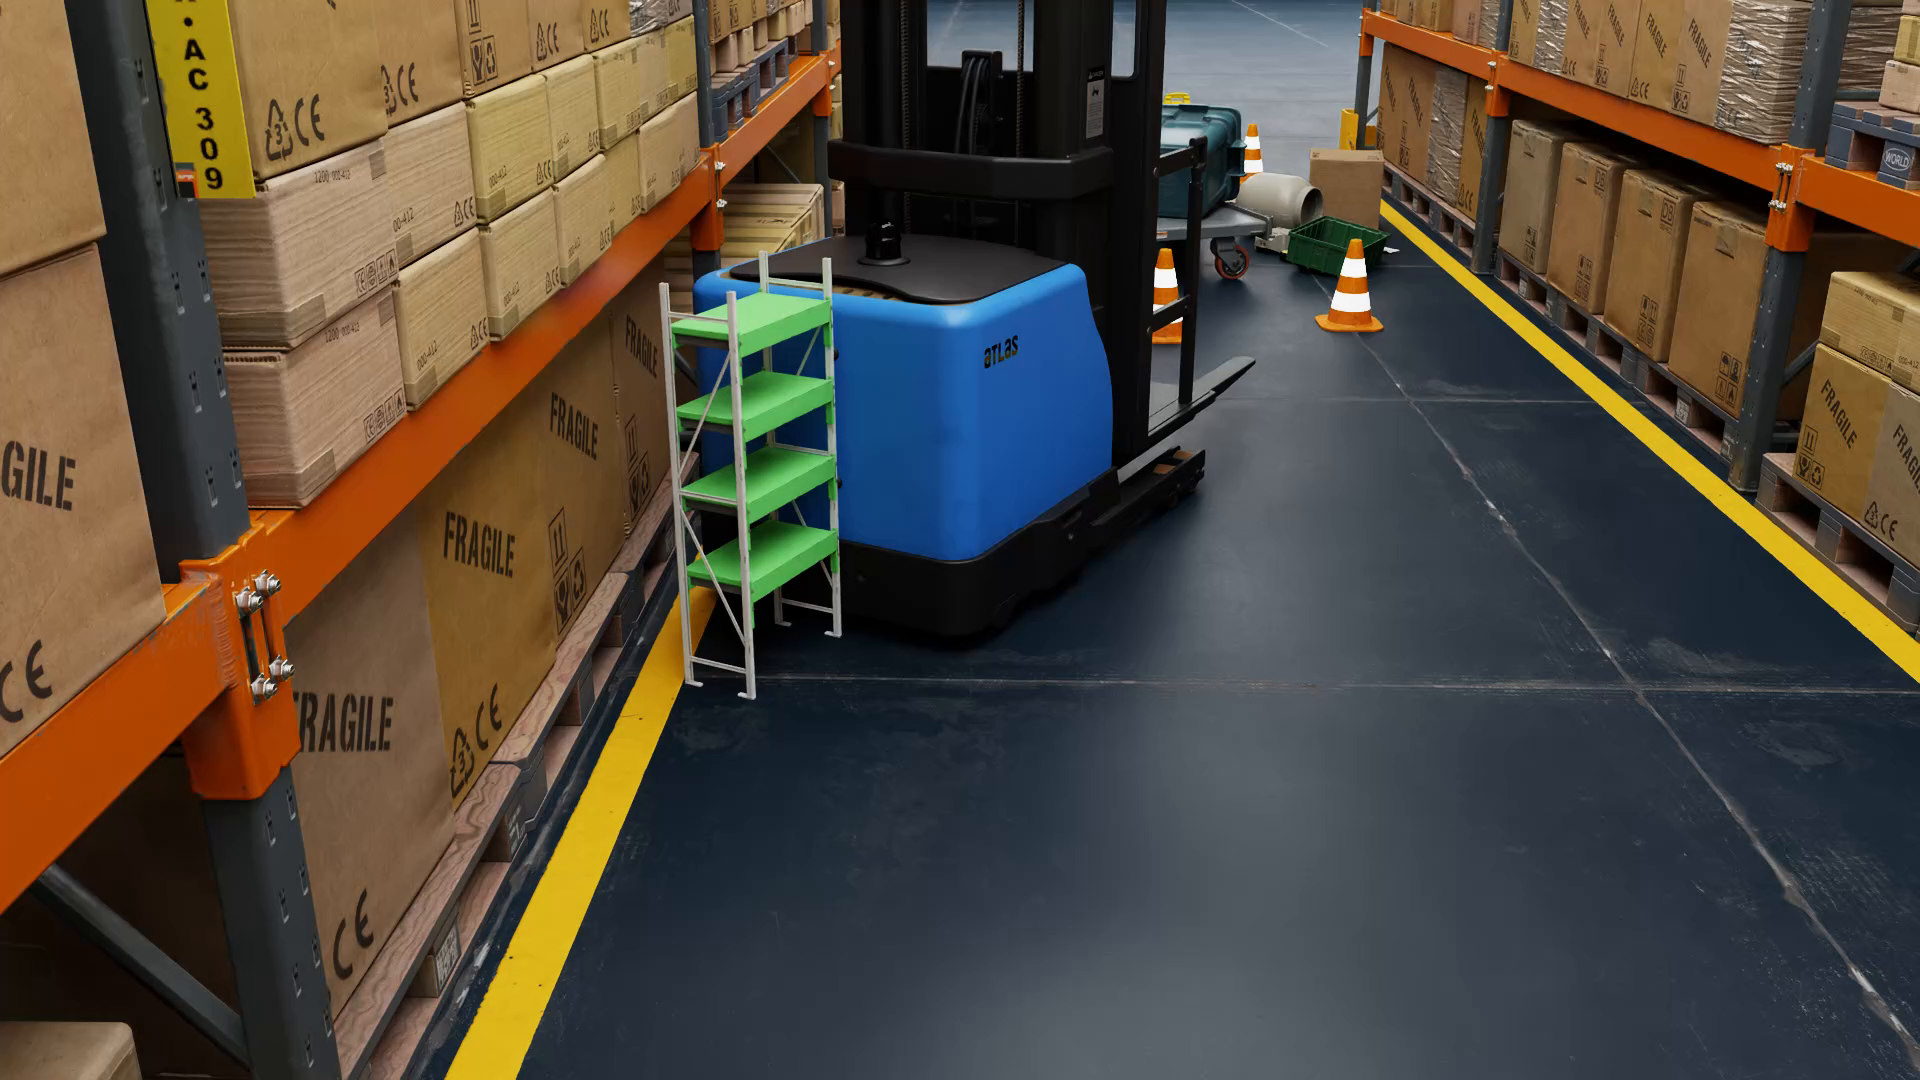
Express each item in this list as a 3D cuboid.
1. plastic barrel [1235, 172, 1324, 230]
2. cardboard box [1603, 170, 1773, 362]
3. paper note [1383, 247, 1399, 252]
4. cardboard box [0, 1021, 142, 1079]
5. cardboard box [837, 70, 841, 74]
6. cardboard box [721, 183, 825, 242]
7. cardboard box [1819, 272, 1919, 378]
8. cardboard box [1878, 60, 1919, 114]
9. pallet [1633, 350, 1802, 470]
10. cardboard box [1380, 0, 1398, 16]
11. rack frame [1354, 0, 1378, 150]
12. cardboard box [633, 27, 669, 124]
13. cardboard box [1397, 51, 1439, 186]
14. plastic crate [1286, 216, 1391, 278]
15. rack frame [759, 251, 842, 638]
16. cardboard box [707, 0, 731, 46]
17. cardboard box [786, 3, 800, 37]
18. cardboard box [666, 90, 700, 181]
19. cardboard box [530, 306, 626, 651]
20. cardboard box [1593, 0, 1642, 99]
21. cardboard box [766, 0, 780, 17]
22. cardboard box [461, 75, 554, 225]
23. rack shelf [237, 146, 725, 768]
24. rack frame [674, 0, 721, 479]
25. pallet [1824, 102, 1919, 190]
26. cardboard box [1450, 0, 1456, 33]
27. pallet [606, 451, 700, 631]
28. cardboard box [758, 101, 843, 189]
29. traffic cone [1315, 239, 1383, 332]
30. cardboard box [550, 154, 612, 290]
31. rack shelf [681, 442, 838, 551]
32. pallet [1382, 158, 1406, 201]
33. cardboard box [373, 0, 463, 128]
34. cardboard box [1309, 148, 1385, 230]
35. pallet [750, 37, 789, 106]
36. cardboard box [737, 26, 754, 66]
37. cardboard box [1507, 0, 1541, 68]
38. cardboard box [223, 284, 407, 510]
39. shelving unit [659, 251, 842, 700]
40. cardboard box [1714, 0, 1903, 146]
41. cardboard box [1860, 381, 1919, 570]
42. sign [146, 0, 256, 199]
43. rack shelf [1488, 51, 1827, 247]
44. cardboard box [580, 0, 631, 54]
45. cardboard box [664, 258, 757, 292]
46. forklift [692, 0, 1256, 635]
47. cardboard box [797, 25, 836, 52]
[{"bbox_3d":[2.167,-2.266,11.284,0.512,0.421,0.421,18,27,38],"label":"plastic barrel"},{"bbox_3d":[3.675,-1.276,7.701,1.050,0.750,0.750,1,21,2],"label":"cardboard box"},{"bbox_3d":[2.781,-1.909,10.907,0.147,0.020,0.142,-16,26,-35],"label":"paper note"},{"bbox_3d":[-1.655,1.059,2.115,0.875,0.438,0.875,0,21,1],"label":"cardboard box"},{"bbox_3d":[-0.920,-3.065,11.068,0.380,0.149,0.250,1,21,4],"label":"cardboard box"},{"bbox_3d":[-1.299,-1.839,9.674,0.950,0.372,0.625,1,21,2],"label":"cardboard box"},{"bbox_3d":[3.281,-0.727,5.595,0.500,0.250,0.500,0,21,-1],"label":"cardboard box"},{"bbox_3d":[3.328,-1.513,5.549,0.380,0.149,0.250,0,21,1],"label":"cardboard box"},{"bbox_3d":[3.643,-0.578,7.227,1.003,0.211,1.213,1,21,2],"label":"pallet"},{"bbox_3d":[3.821,-4.422,13.071,0.875,0.550,0.550,1,21,2],"label":"cardboard box"},{"bbox_3d":[3.787,-4.487,13.445,1.000,3.000,0.127,1,21,2],"label":"rack frame"},{"bbox_3d":[-1.180,-1.412,5.037,0.500,0.250,0.500,0,21,0],"label":"cardboard box"},{"bbox_3d":[3.808,-3.128,12.300,0.875,0.875,0.875,0,21,1],"label":"cardboard box"},{"bbox_3d":[2.361,-1.833,10.415,0.450,0.188,0.662,23,29,25],"label":"plastic crate"},{"bbox_3d":[-0.484,-0.274,5.076,0.240,1.200,0.015,10,24,25],"label":"rack frame"},{"bbox_3d":[-1.162,-2.153,6.301,0.500,0.500,0.500,0,21,0],"label":"cardboard box"},{"bbox_3d":[-1.027,-2.667,8.522,0.380,0.149,0.250,1,21,2],"label":"cardboard box"},{"bbox_3d":[-1.163,-1.356,5.585,0.500,0.250,0.500,0,21,0],"label":"cardboard box"},{"bbox_3d":[-1.542,-0.246,4.873,0.875,0.875,0.875,1,21,2],"label":"cardboard box"},{"bbox_3d":[3.332,-2.353,7.808,0.500,0.500,0.500,1,21,2],"label":"cardboard box"},{"bbox_3d":[-1.121,-2.714,7.748,0.500,0.500,0.500,0,21,0],"label":"cardboard box"},{"bbox_3d":[-1.204,-0.856,3.604,0.500,0.250,0.500,1,21,2],"label":"cardboard box"},{"bbox_3d":[-1.468,-0.553,4.303,1.077,0.370,4.000,1,21,2],"label":"rack shelf"},{"bbox_3d":[-1.407,-1.612,6.037,1.000,3.000,0.127,1,21,2],"label":"rack frame"},{"bbox_3d":[3.629,-1.246,5.358,1.213,0.211,1.003,1,21,2],"label":"pallet"},{"bbox_3d":[3.793,-3.637,11.048,0.875,0.550,0.550,1,21,2],"label":"cardboard box"},{"bbox_3d":[-1.506,-0.028,5.808,1.003,0.211,1.213,1,21,2],"label":"pallet"},{"bbox_3d":[-0.998,-2.532,10.592,0.500,0.500,0.500,2,21,4],"label":"cardboard box"},{"bbox_3d":[2.115,-1.389,8.970,0.336,0.463,0.334,1,21,2],"label":"traffic cone"},{"bbox_3d":[-1.181,-0.805,4.164,0.500,0.250,0.500,0,21,1],"label":"cardboard box"},{"bbox_3d":[-0.594,-0.136,4.896,0.258,0.148,0.480,10,24,25],"label":"rack shelf"},{"bbox_3d":[3.841,-2.896,13.202,1.003,0.211,1.213,1,21,2],"label":"pallet"},{"bbox_3d":[-1.240,-1.019,2.987,0.500,0.500,0.500,1,21,1],"label":"cardboard box"},{"bbox_3d":[2.687,-2.449,11.645,0.500,0.500,0.500,4,22,11],"label":"cardboard box"},{"bbox_3d":[-1.388,-2.239,7.917,1.003,0.211,1.213,1,21,2],"label":"pallet"},{"bbox_3d":[-1.086,-2.106,7.075,0.380,0.149,0.250,1,21,2],"label":"cardboard box"},{"bbox_3d":[3.380,-2.900,9.217,0.500,0.500,0.500,1,21,2],"label":"cardboard box"},{"bbox_3d":[-1.251,-0.252,2.739,0.500,0.250,0.500,0,21,0],"label":"cardboard box"},{"bbox_3d":[-0.594,-0.195,4.873,0.258,1.200,0.503,10,24,25],"label":"shelving unit"},{"bbox_3d":[3.289,-1.806,6.400,0.500,0.500,0.500,1,21,2],"label":"cardboard box"},{"bbox_3d":[3.255,-0.190,5.246,0.500,0.500,0.500,1,21,2],"label":"cardboard box"},{"bbox_3d":[-0.974,-0.601,2.124,0.100,0.325,0.005,1,21,2],"label":"sign"},{"bbox_3d":[3.605,-1.982,7.984,1.077,0.370,4.000,1,21,2],"label":"rack shelf"},{"bbox_3d":[-1.190,-1.570,4.407,0.500,0.500,0.500,1,21,2],"label":"cardboard box"},{"bbox_3d":[-1.365,-1.054,7.650,0.950,0.372,0.625,0,21,1],"label":"cardboard box"},{"bbox_3d":[0.306,-1.564,6.007,1.130,2.935,3.031,11,24,27],"label":"forklift"},{"bbox_3d":[-0.955,-3.051,10.094,0.380,0.149,0.250,1,21,1],"label":"cardboard box"}]
